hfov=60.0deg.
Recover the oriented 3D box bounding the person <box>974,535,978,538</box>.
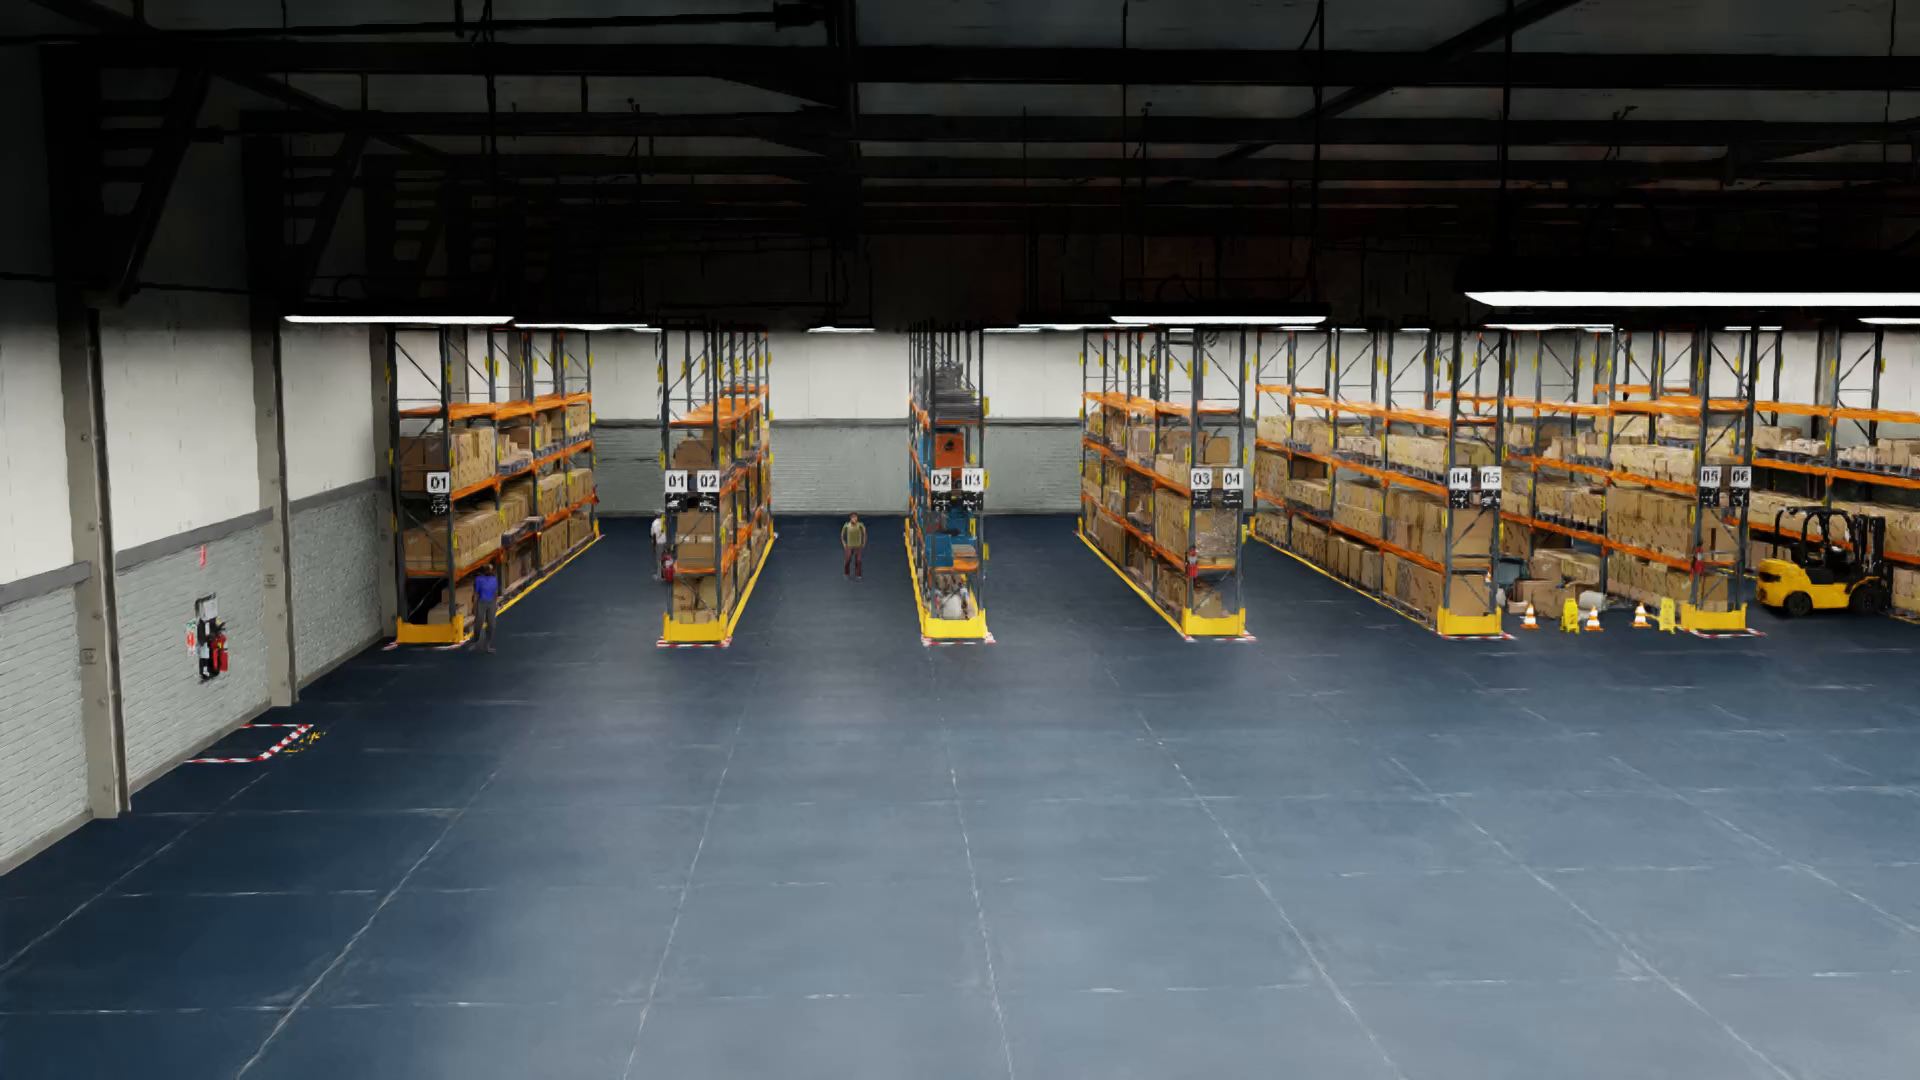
[{"bbox_3d":[0.243,-0.827,46.678,0.470,1.584,0.526,1,7,6],"label":"person"}]

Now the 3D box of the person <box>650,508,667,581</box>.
[{"bbox_3d":[-7.042,0.100,38.771,0.462,1.676,0.498,4,8,27],"label":"person"}]

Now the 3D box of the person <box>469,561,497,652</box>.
[{"bbox_3d":[-8.654,1.202,30.149,0.514,1.631,0.527,-6,9,-39],"label":"person"}]

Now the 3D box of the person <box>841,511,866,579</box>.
[{"bbox_3d":[-2.488,0.125,38.918,0.598,1.619,0.507,-1,7,-5],"label":"person"}]

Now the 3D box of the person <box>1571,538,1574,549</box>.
[{"bbox_3d":[15.729,-0.521,43.271,0.577,1.785,0.655,4,8,29],"label":"person"}]
